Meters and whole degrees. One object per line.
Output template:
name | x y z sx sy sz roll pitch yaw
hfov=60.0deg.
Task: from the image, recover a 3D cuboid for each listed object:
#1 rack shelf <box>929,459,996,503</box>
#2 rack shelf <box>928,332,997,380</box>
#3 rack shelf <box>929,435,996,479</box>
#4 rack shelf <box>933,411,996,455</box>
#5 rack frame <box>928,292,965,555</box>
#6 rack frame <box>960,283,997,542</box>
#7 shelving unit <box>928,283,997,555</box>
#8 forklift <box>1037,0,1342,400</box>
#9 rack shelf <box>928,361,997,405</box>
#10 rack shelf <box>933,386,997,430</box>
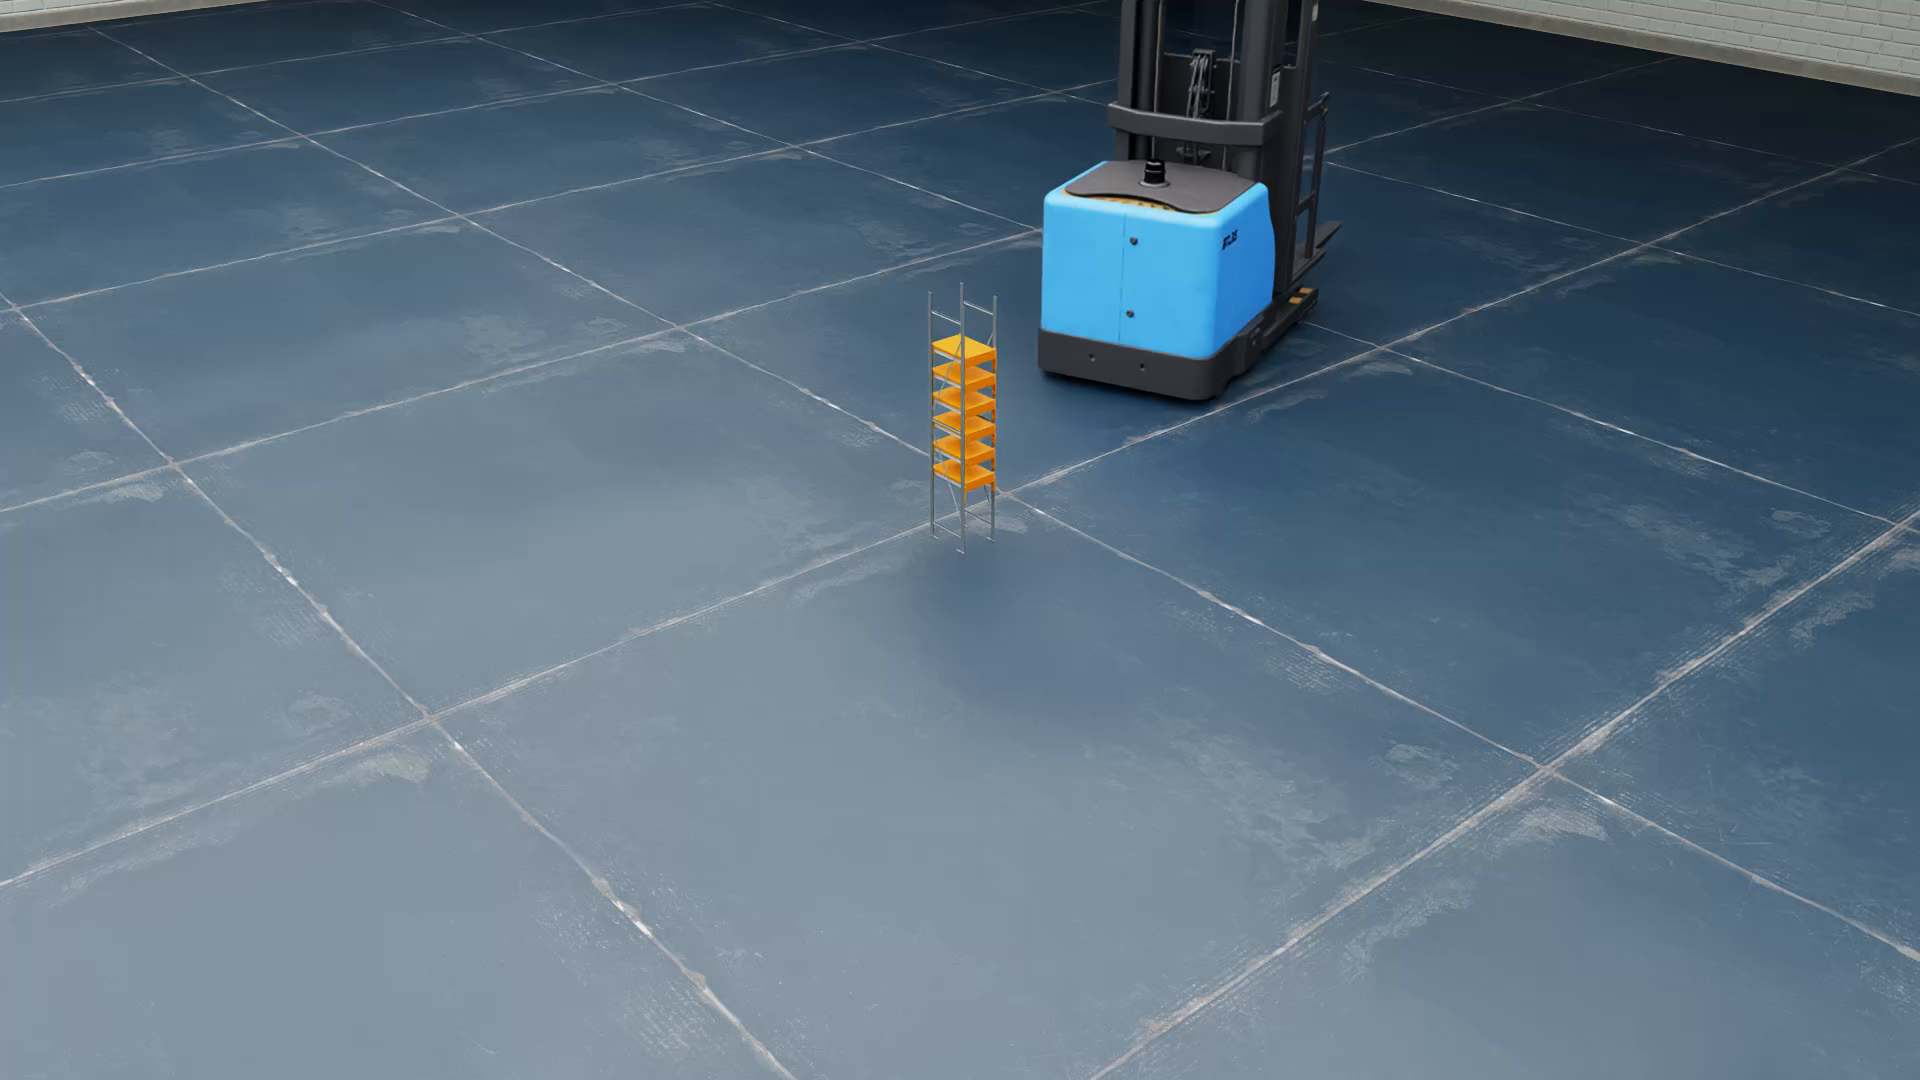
rack shelf | 0.011 -0.283 7.610 0.180 0.103 0.258 -22 35 -35
rack shelf | 0.011 -0.812 7.327 0.180 0.103 0.258 -22 35 -35
rack shelf | 0.011 -0.389 7.553 0.180 0.103 0.258 -22 35 -35
rack shelf | 0.011 -0.494 7.496 0.180 0.103 0.258 -22 35 -35
rack frame | -0.059 -0.506 7.423 0.006 1.200 0.240 -22 35 -35
rack frame | 0.081 -0.562 7.528 0.006 1.200 0.240 -22 35 -35
shelving unit | 0.011 -0.534 7.475 0.189 1.200 0.258 -22 35 -35
forklift | 1.585 -2.713 9.718 1.130 2.935 3.031 14 31 25
rack shelf | 0.011 -0.706 7.383 0.180 0.103 0.258 -22 35 -35
rack shelf | 0.011 -0.600 7.440 0.180 0.103 0.258 -22 35 -35
